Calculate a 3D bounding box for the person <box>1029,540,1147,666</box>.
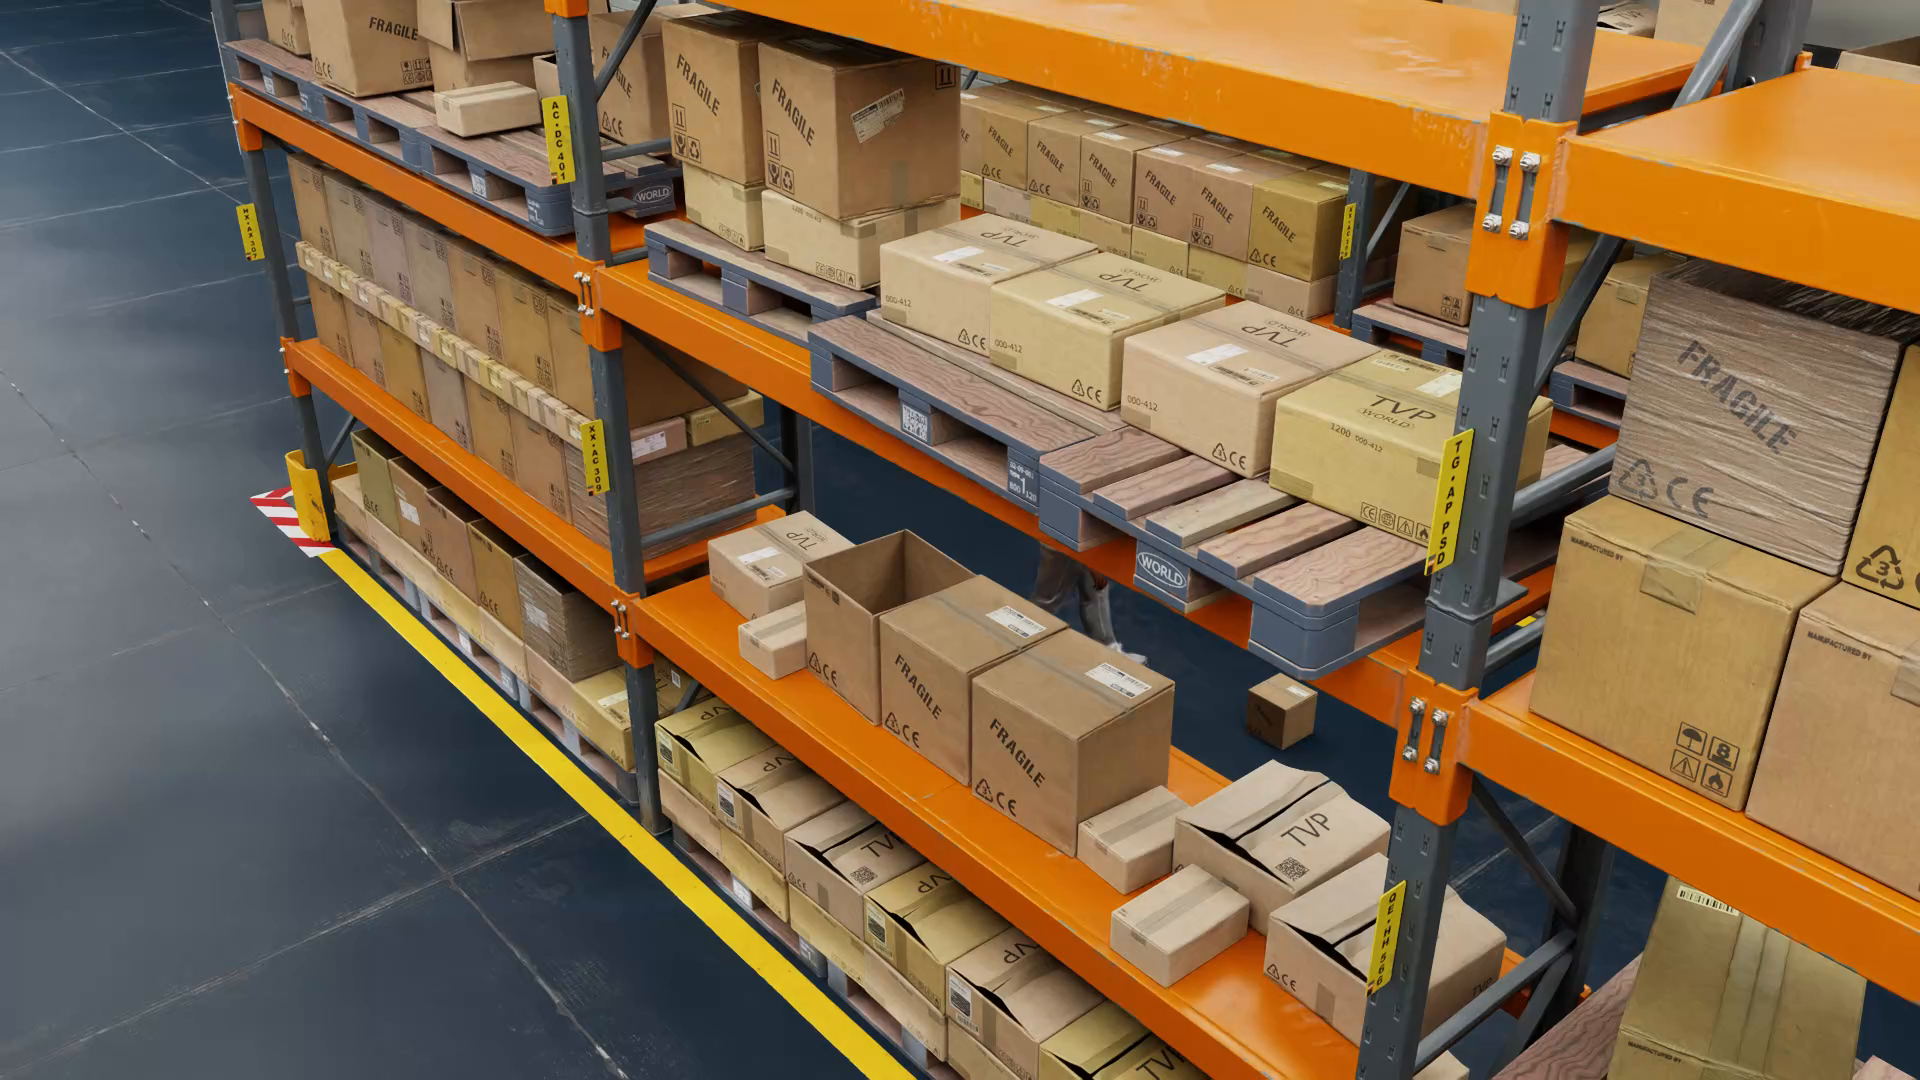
[{"bbox_3d":[0.604,-0.001,8.579,0.807,1.756,0.581,3,28,5],"label":"person"}]
